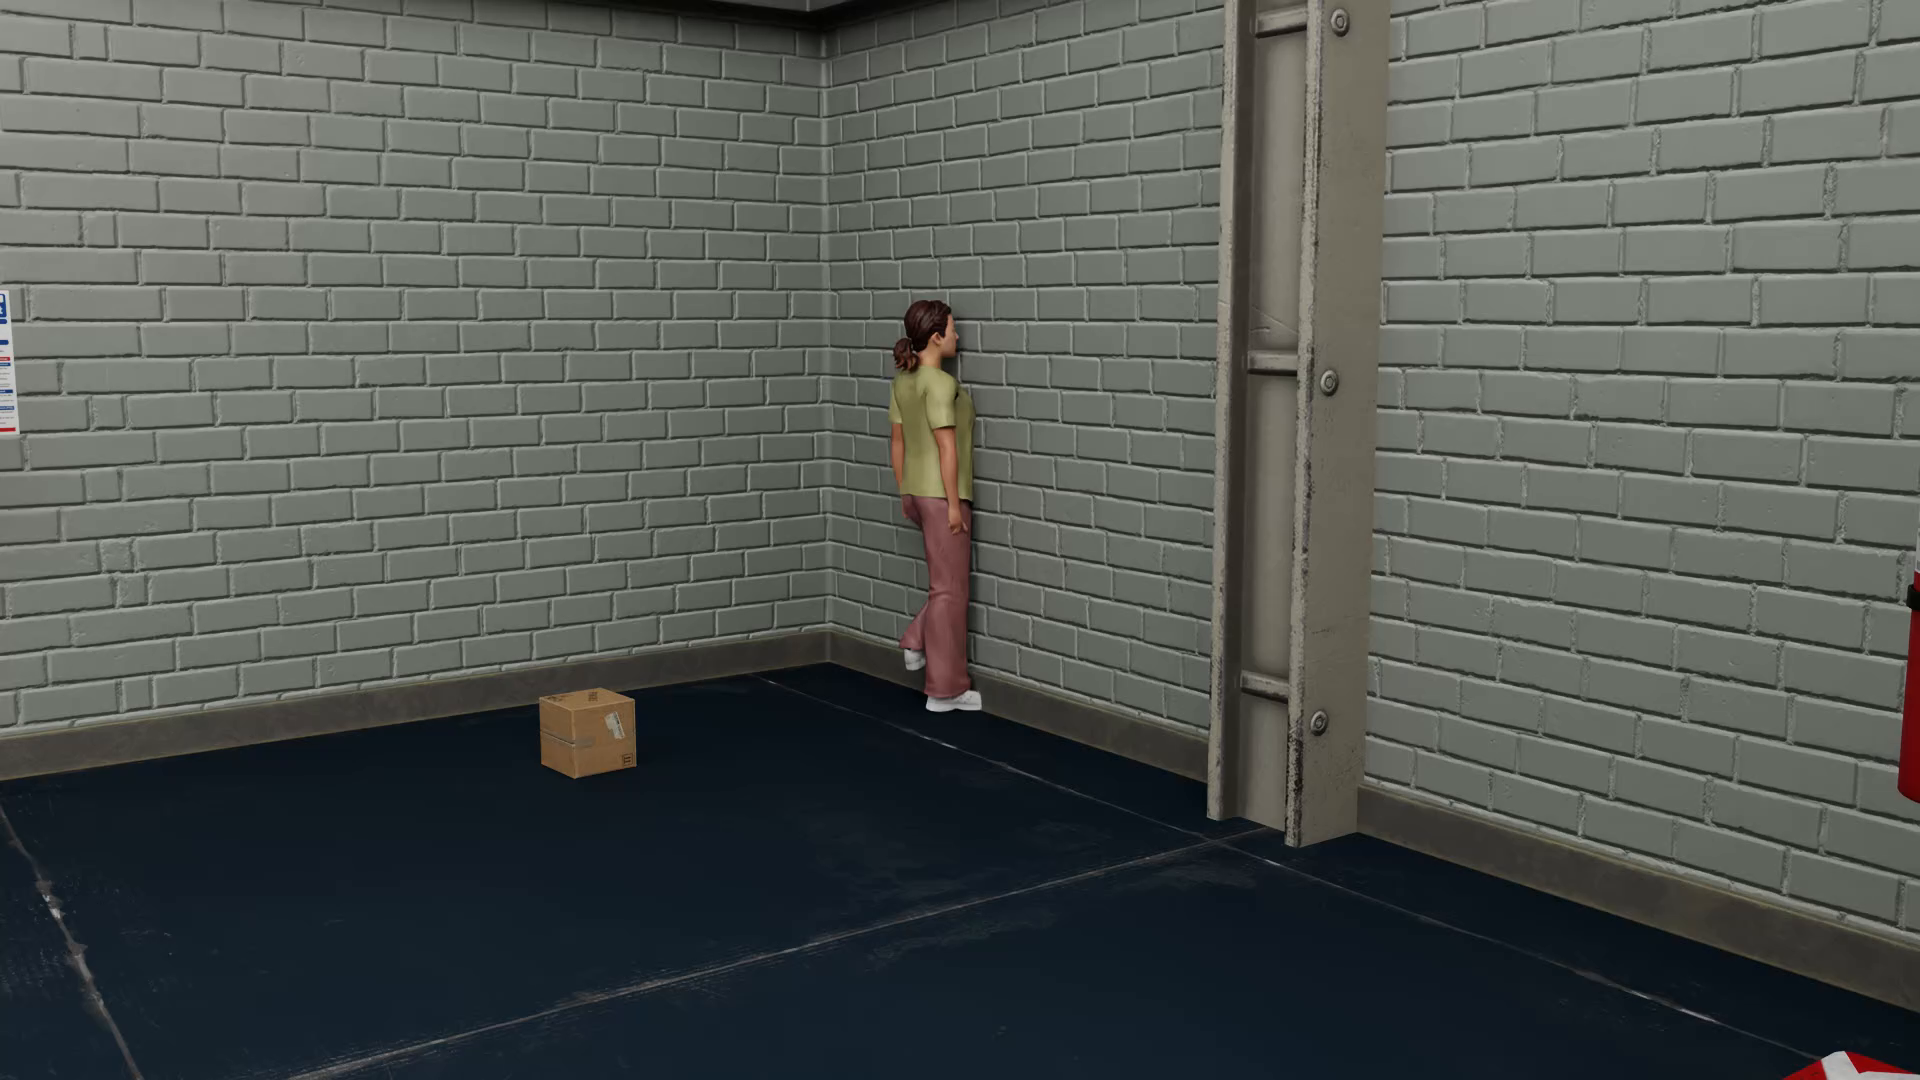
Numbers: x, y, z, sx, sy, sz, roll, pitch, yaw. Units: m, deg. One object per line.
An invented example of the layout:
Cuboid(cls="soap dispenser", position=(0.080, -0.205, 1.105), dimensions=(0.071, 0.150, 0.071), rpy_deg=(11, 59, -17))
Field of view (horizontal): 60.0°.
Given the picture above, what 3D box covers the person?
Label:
Cuboid(cls="person", position=(-0.055, -0.146, 6.866), dimensions=(0.479, 1.673, 0.432), rpy_deg=(-5, 9, -31))
